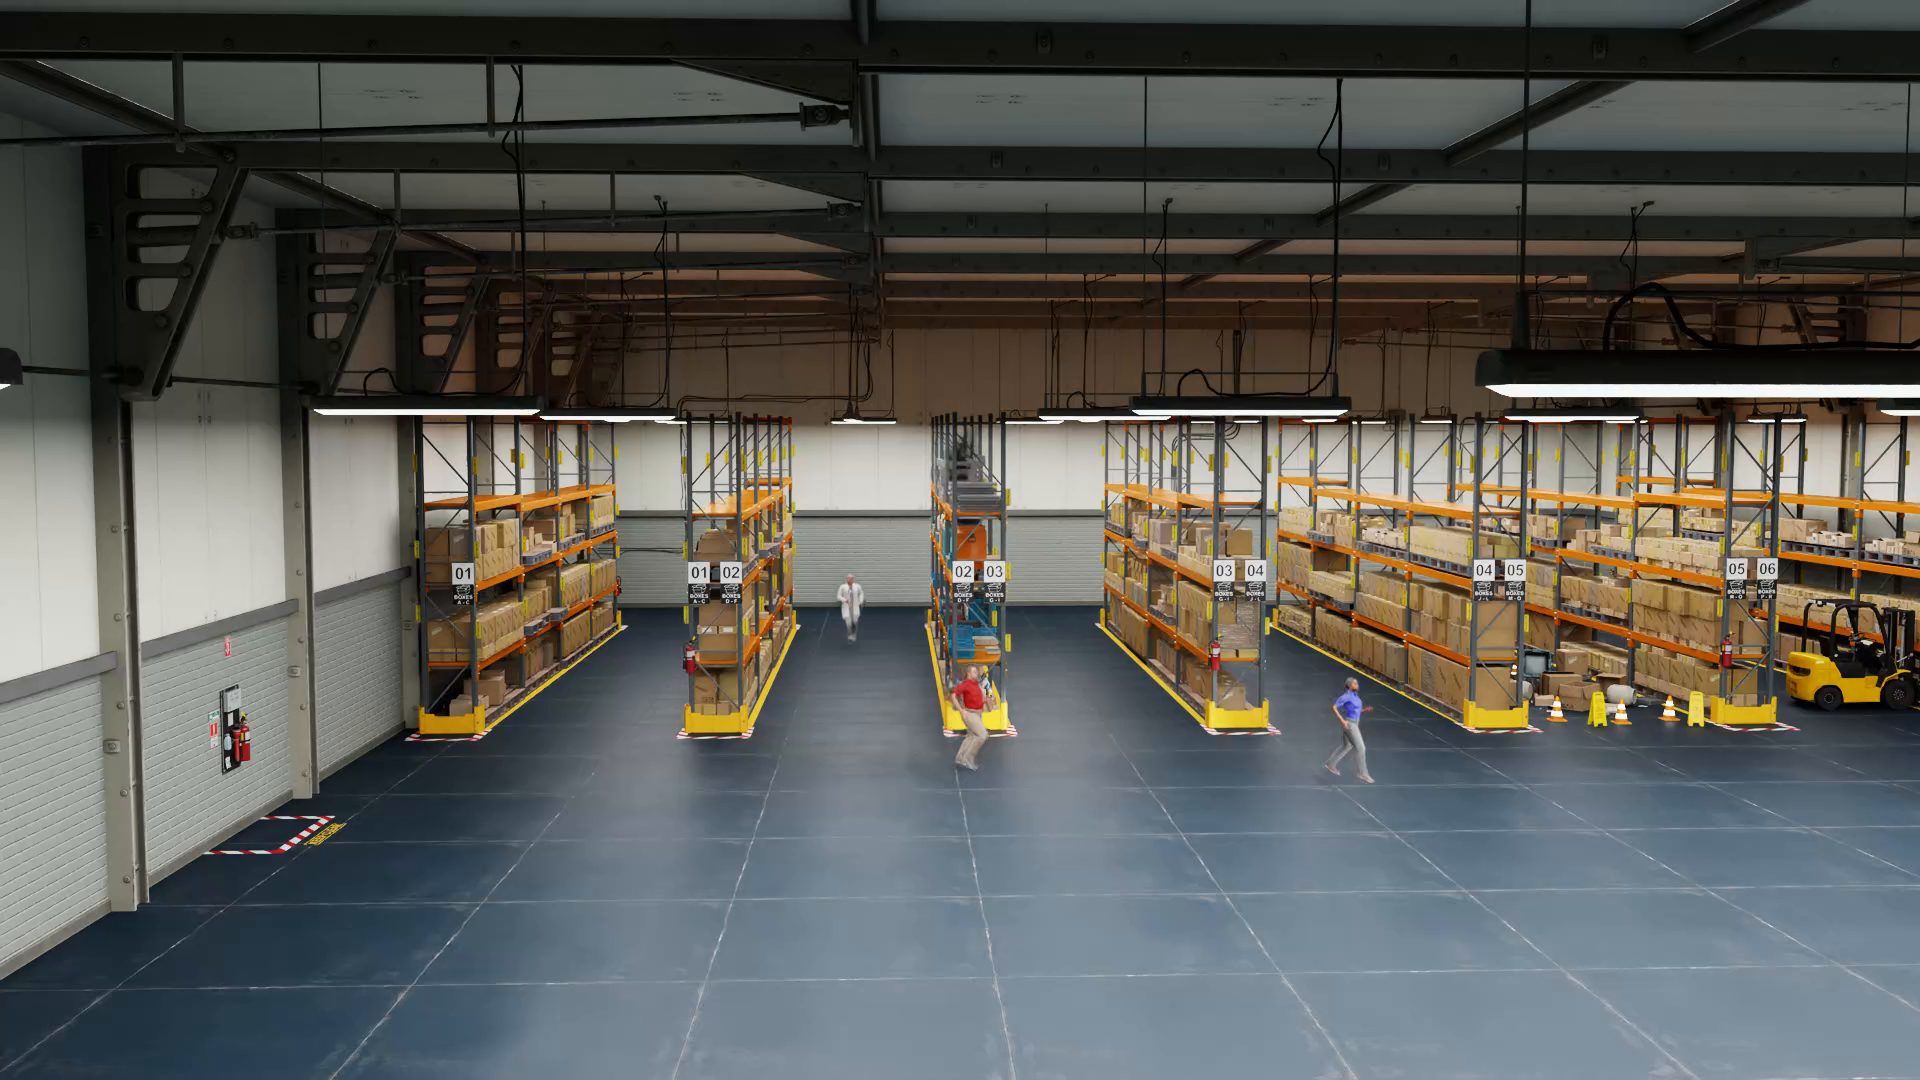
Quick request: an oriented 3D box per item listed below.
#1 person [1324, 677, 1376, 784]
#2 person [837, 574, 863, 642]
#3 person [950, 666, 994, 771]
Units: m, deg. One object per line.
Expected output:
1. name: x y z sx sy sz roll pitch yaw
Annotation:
1. person: 6.313 3.052 26.861 0.851 1.687 0.559 2 4 25
2. person: -2.782 1.749 42.427 0.696 1.744 0.622 -1 4 -10
3. person: 0.229 2.979 27.818 0.714 1.745 0.638 1 4 20
